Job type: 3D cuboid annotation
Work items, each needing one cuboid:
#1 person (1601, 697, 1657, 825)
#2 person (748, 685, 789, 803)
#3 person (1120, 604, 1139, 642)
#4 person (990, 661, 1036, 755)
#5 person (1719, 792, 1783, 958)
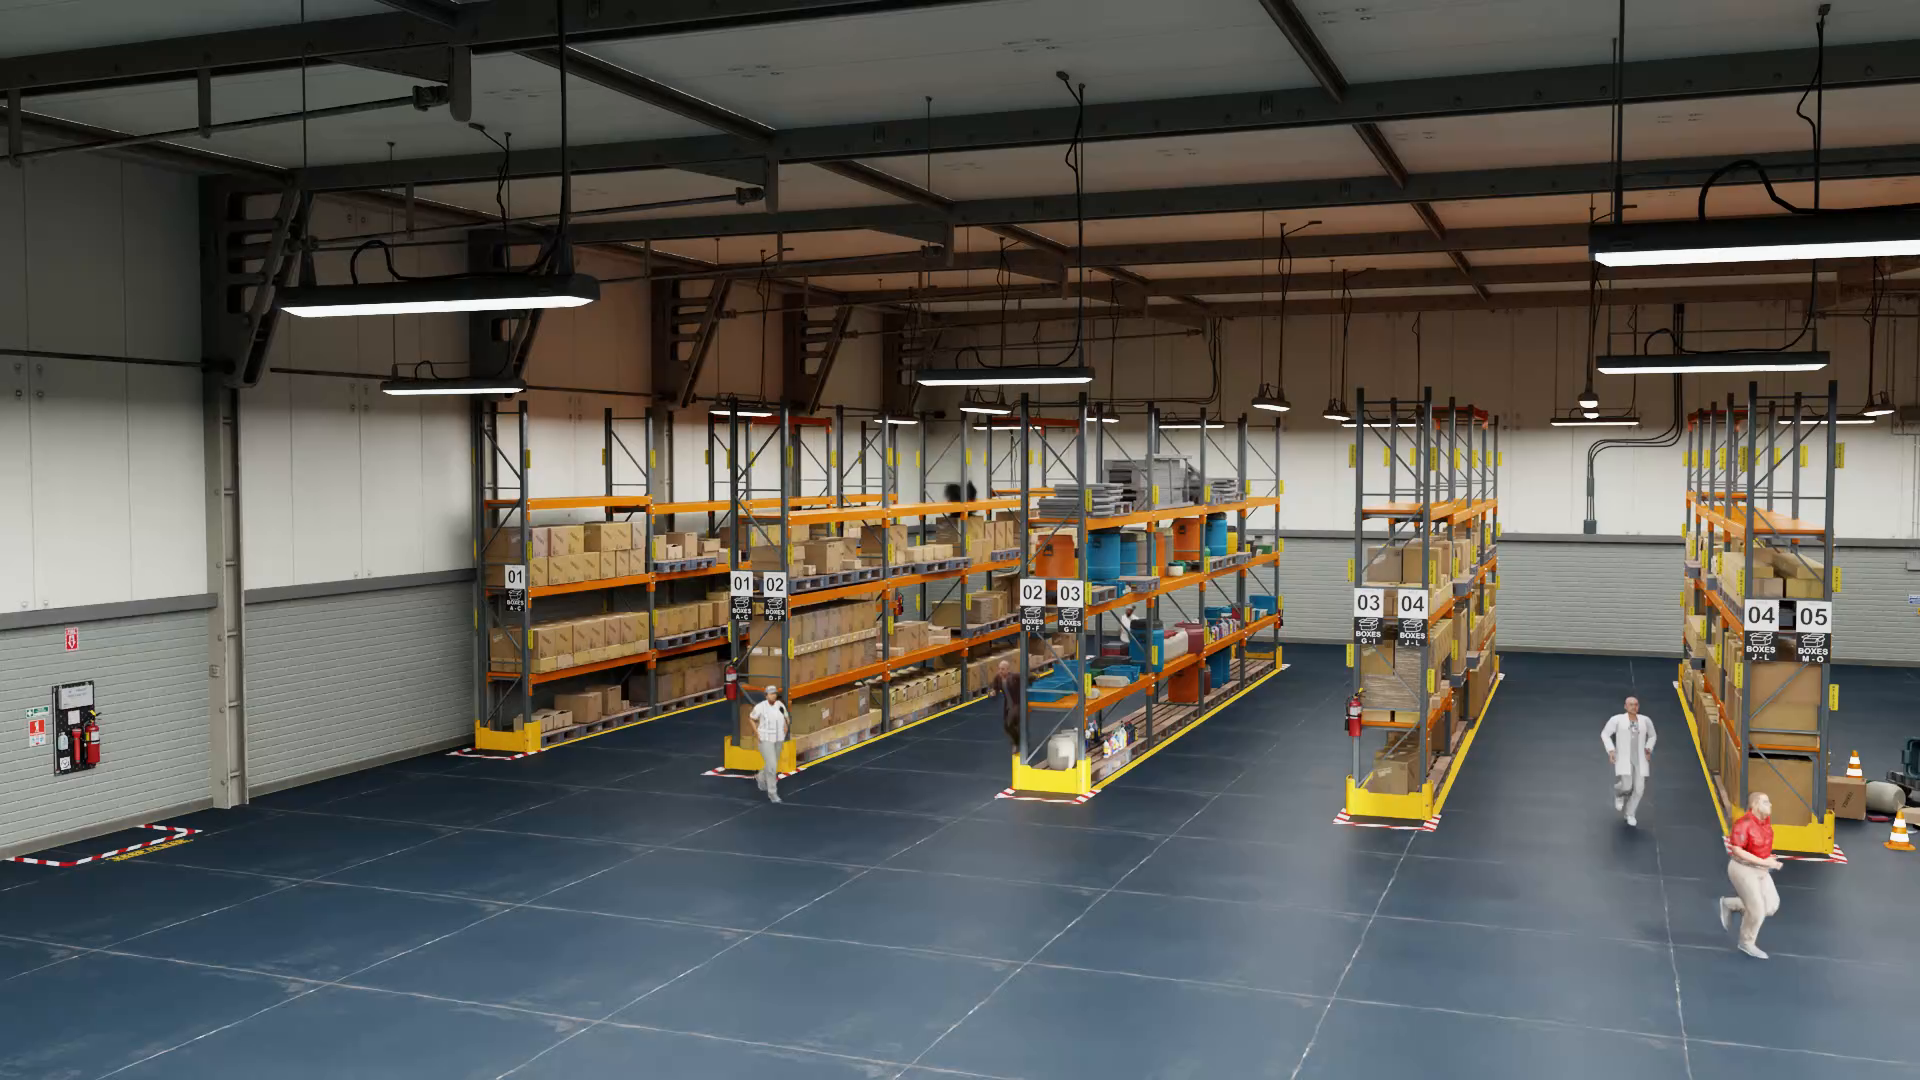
[{"bbox_3d":[9.251,3.023,22.952,0.723,1.723,0.634,0,3,6],"label":"person"},{"bbox_3d":[-2.802,2.981,24.537,0.603,1.705,0.780,-2,4,-38],"label":"person"},{"bbox_3d":[3.610,2.200,35.450,0.566,1.731,0.701,1,3,26],"label":"person"},{"bbox_3d":[0.906,2.822,27.789,0.748,1.651,0.982,2,4,39],"label":"person"},{"bbox_3d":[8.007,3.364,16.806,0.703,1.684,0.700,-2,3,-37],"label":"person"}]
